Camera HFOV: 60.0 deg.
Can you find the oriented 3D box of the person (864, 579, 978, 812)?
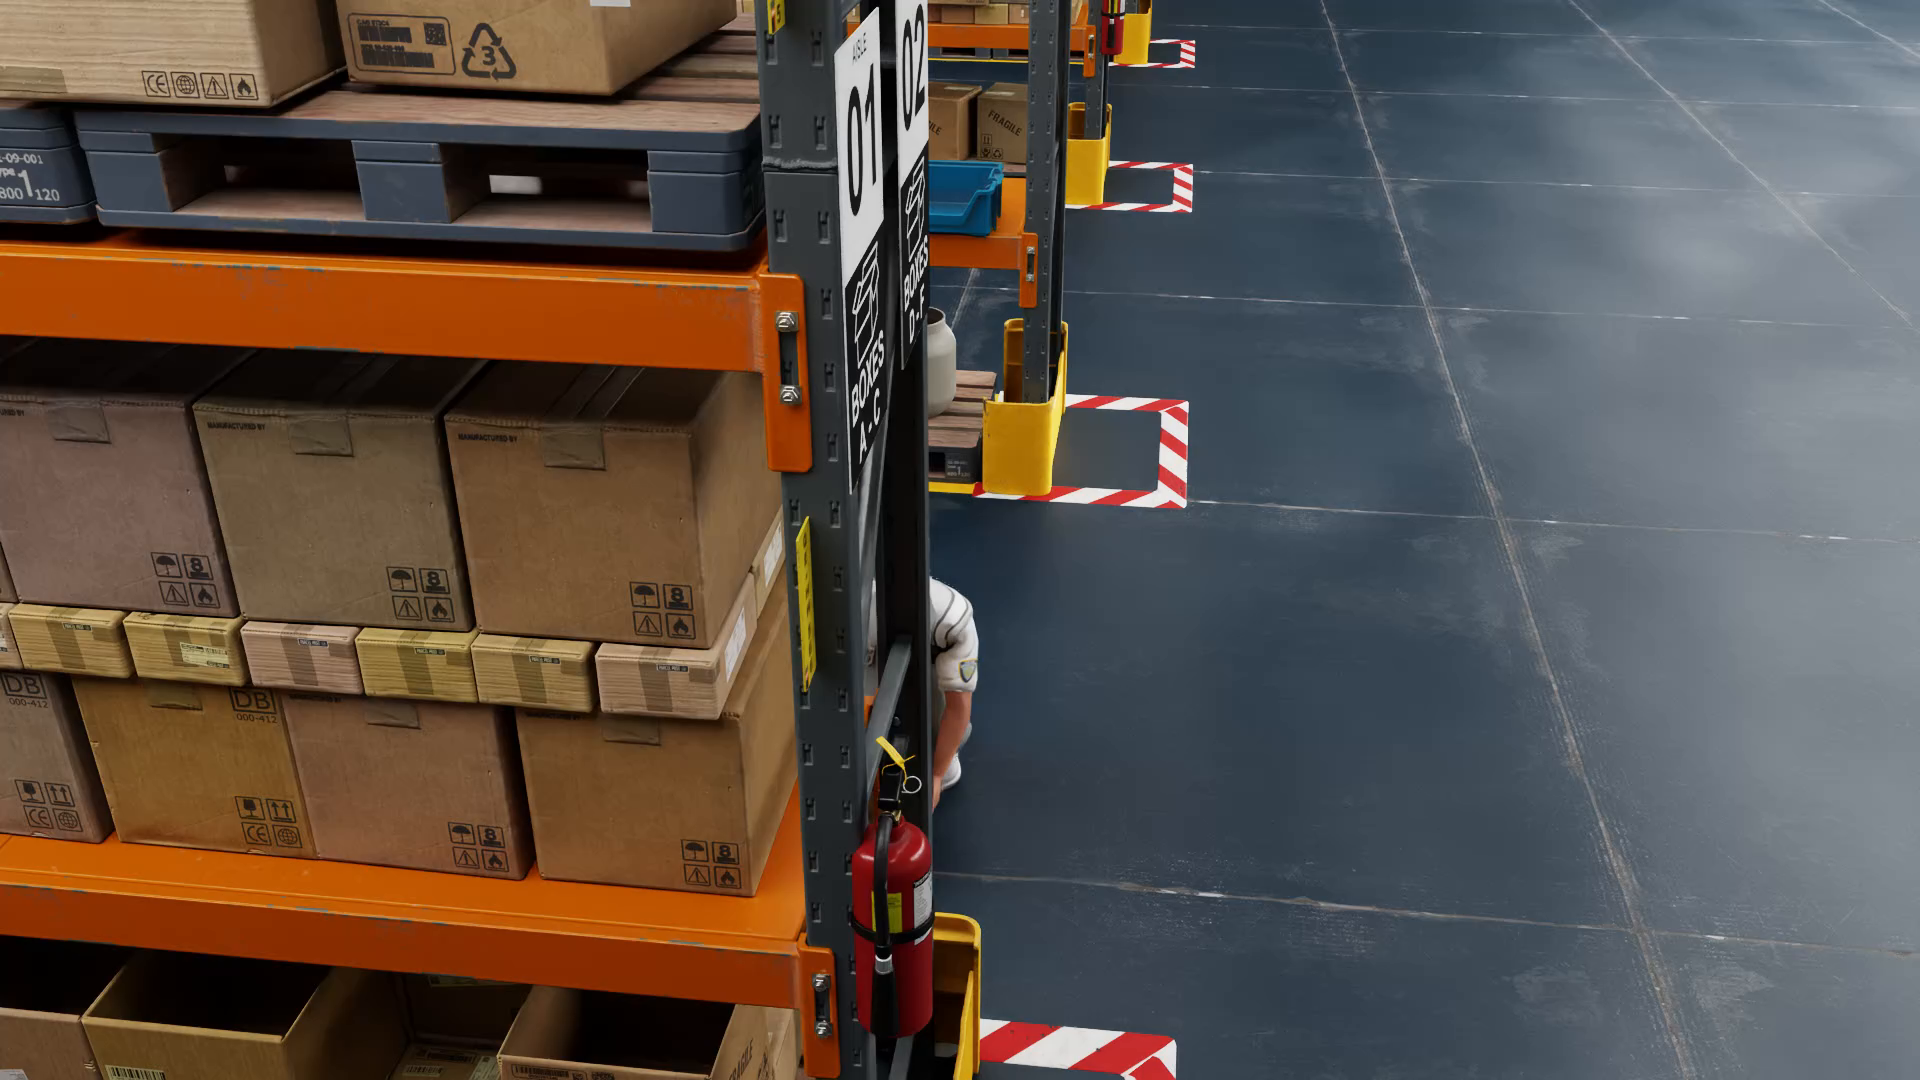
[{"bbox_3d":[-0.201,0.481,6.012,0.565,1.012,0.914,3,28,6],"label":"person"}]
